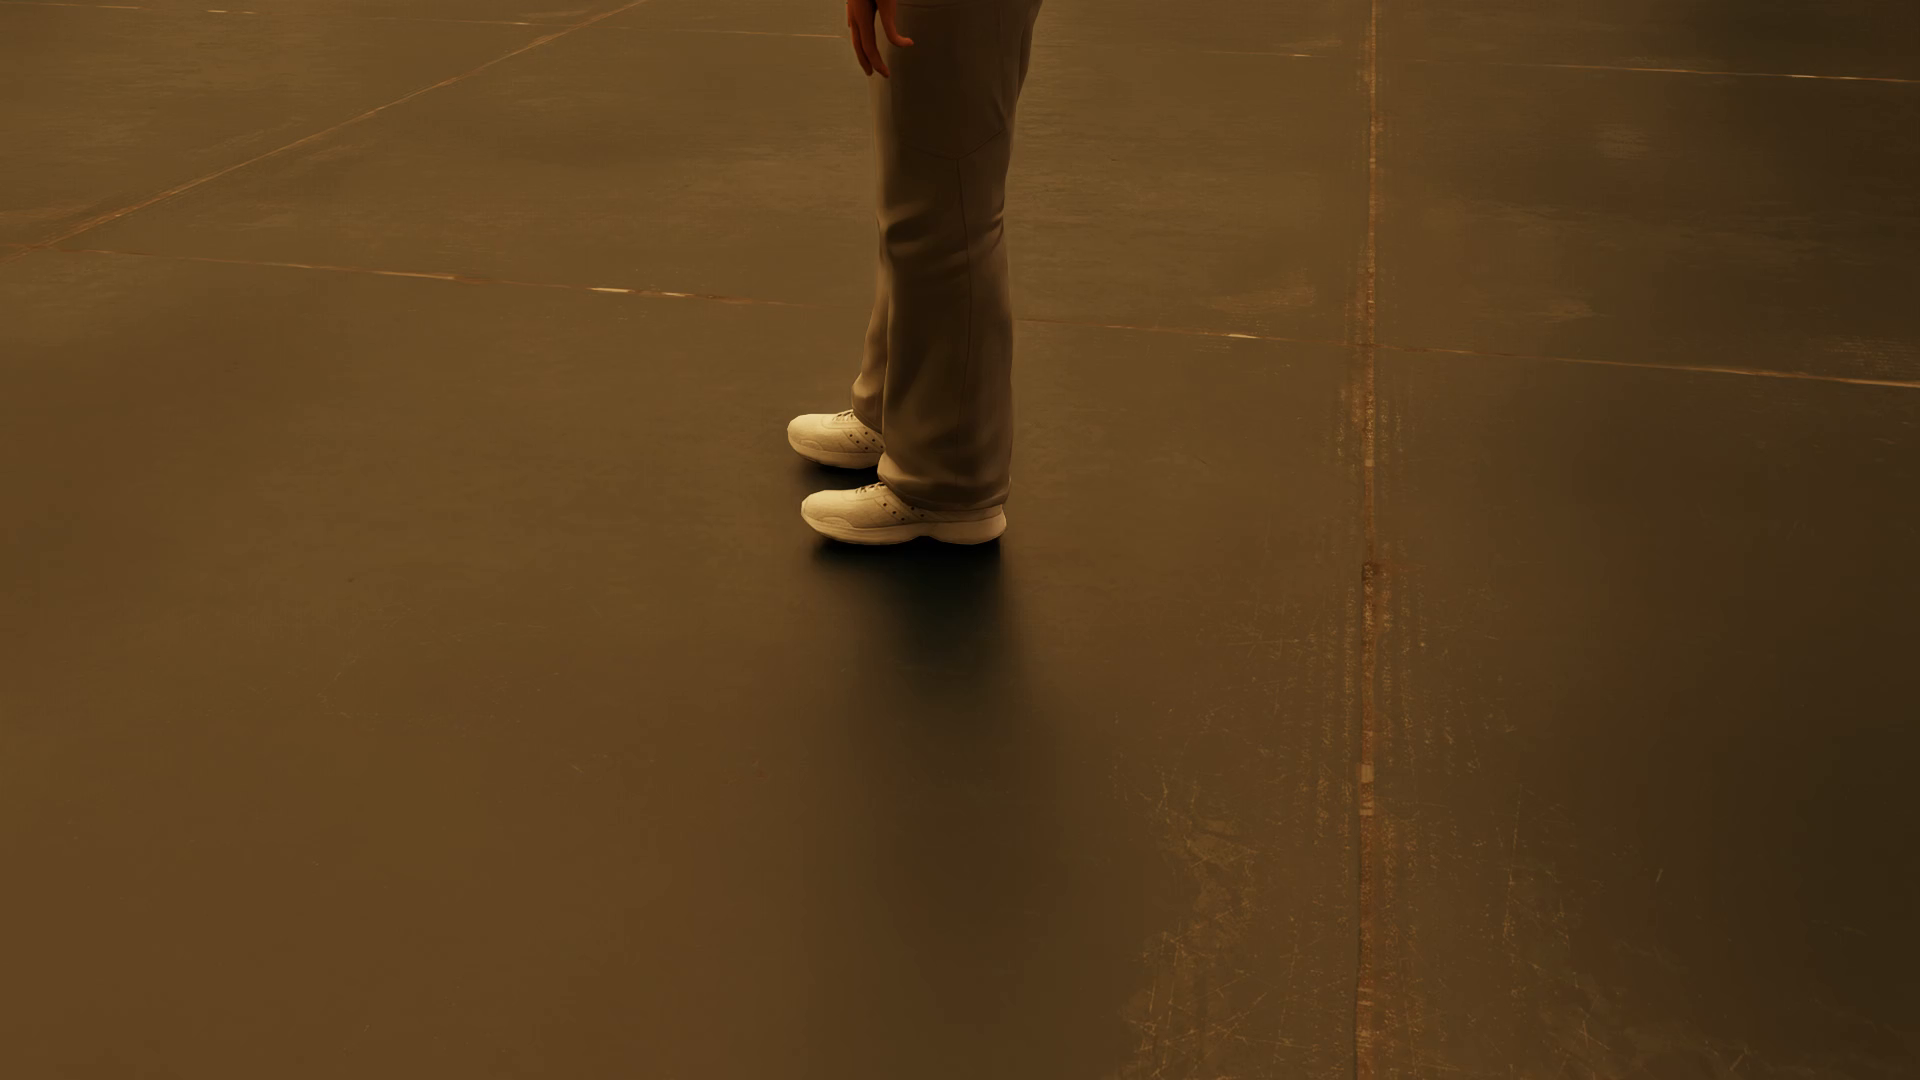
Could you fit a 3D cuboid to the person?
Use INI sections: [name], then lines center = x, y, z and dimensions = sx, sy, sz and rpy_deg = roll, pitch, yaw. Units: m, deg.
[person]
center = -0.069, -0.768, 2.146
dimensions = 0.549, 1.675, 0.549
rpy_deg = 6, 27, 11
